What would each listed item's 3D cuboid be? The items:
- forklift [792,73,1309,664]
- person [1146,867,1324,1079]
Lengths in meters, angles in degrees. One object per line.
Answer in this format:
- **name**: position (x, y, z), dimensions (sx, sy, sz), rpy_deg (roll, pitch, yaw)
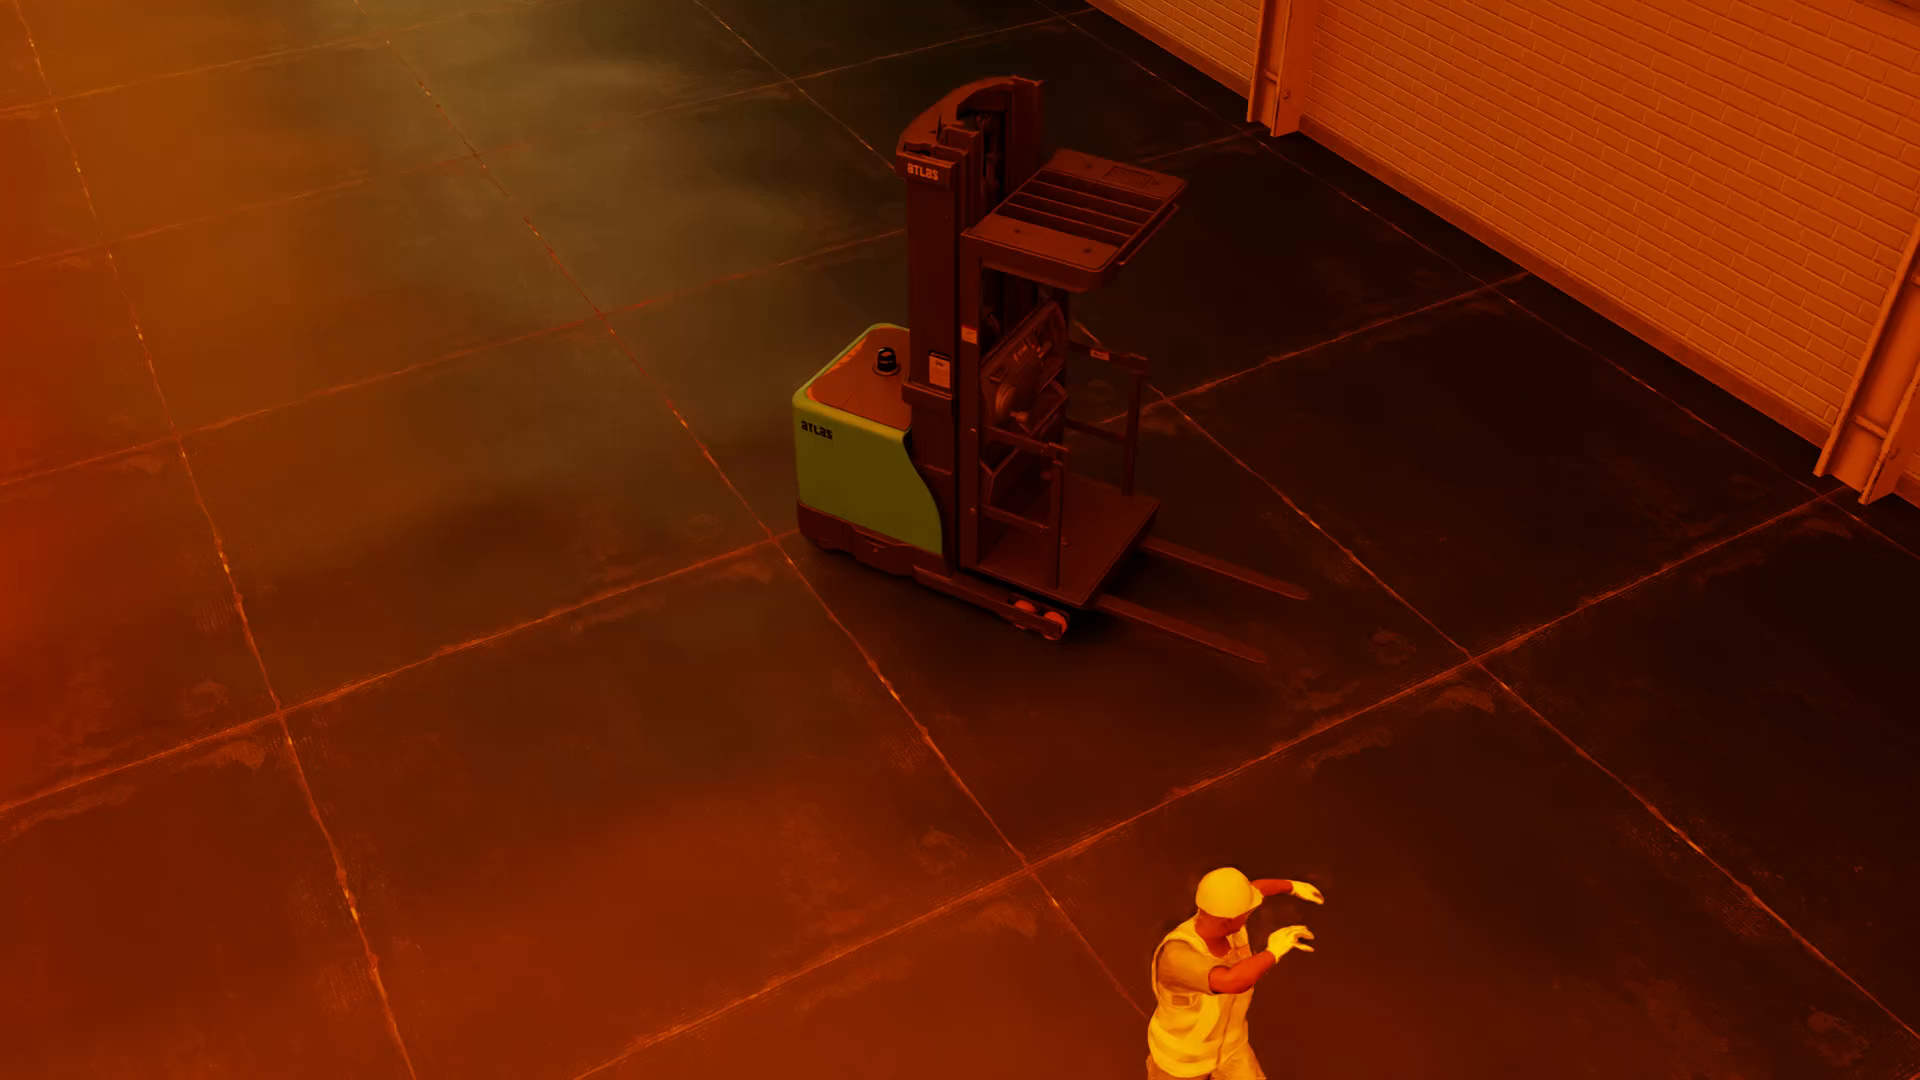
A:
- **forklift**: position (0.538, -0.938, 9.167), dimensions (3.031, 2.935, 1.130), rpy_deg (20, 44, 22)
- **person**: position (1.255, 1.943, 6.833), dimensions (1.000, 1.484, 0.982), rpy_deg (-15, 42, -17)
